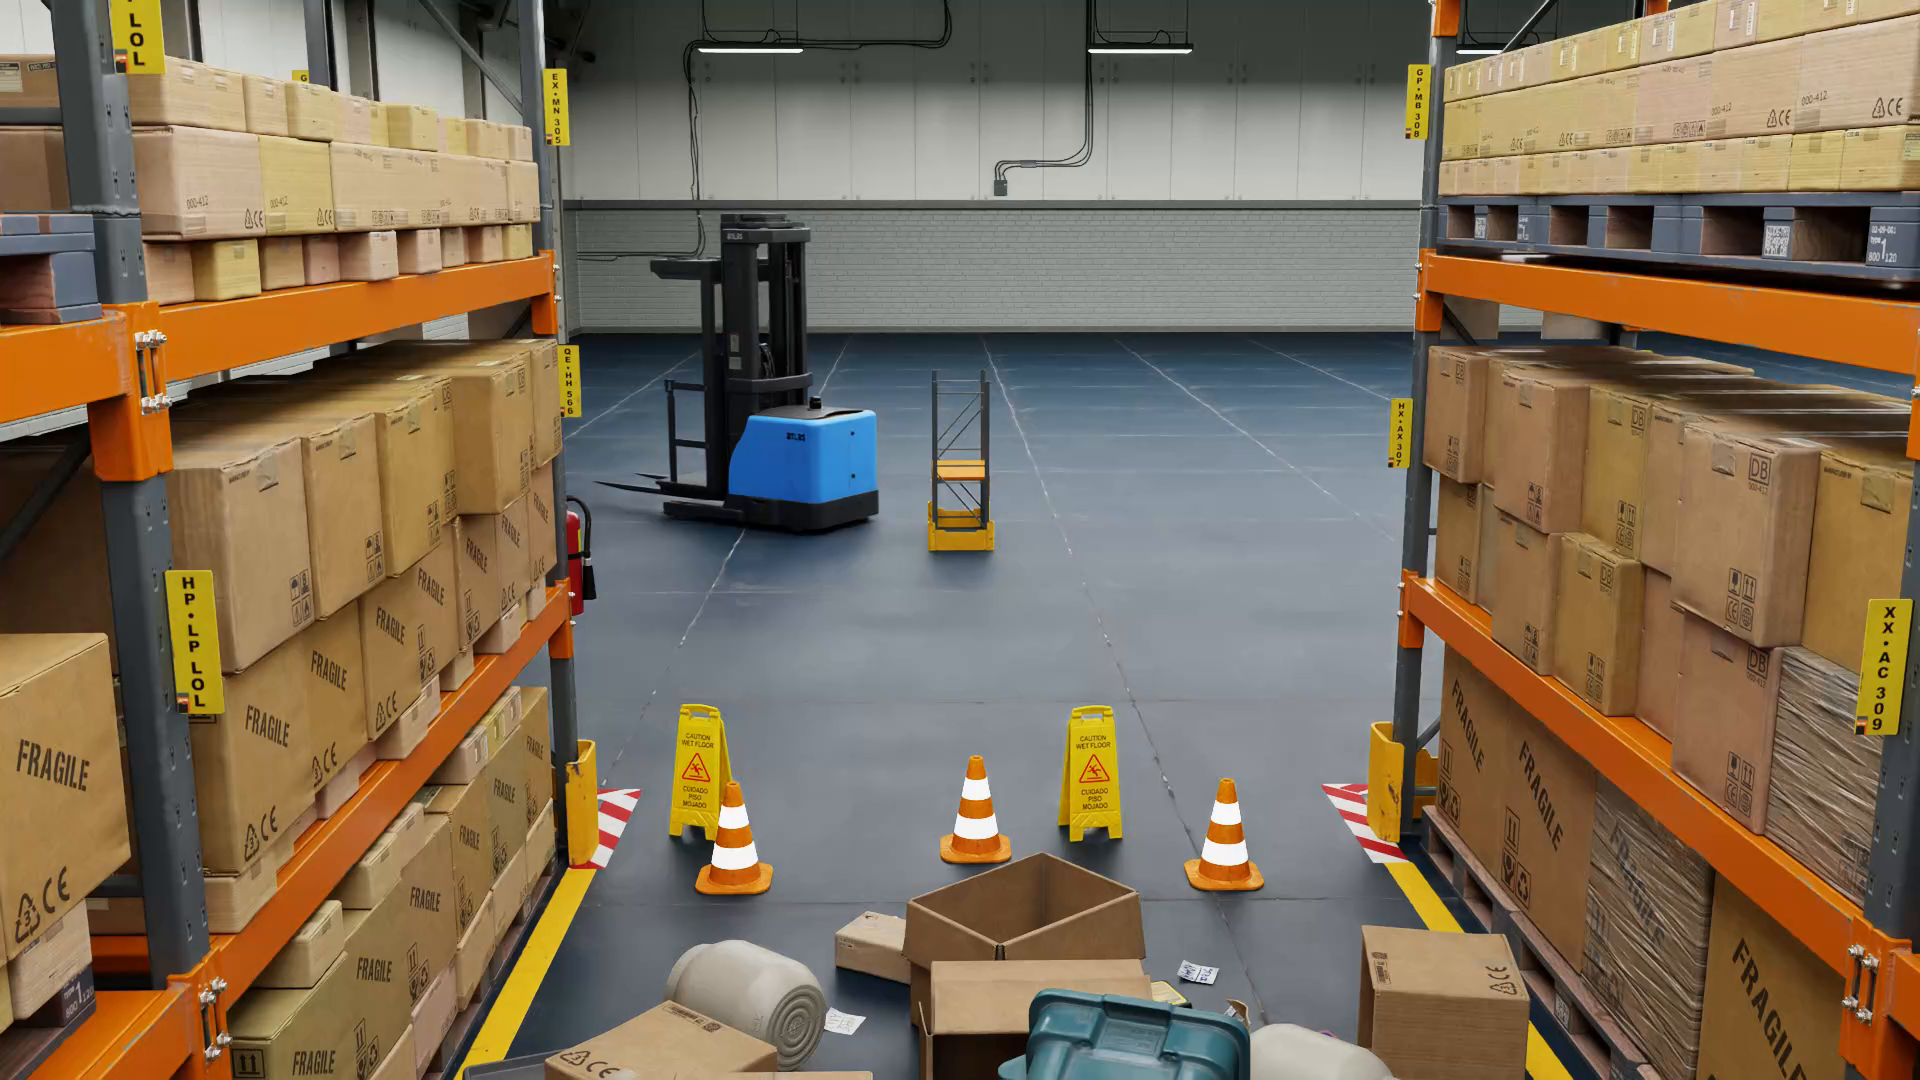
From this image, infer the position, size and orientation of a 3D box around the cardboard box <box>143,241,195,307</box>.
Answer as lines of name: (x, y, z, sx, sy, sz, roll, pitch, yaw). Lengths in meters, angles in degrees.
cardboard box: (-2.004, -0.613, 3.815, 0.380, 0.149, 0.250, 0, 11, -2)

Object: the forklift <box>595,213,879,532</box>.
forklift: (-2.305, -1.708, 16.299, 3.031, 2.935, 1.130, 7, 14, 32)

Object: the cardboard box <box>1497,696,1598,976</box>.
cardboard box: (2.720, 1.107, 6.538, 0.875, 0.875, 0.875, 0, 11, -2)

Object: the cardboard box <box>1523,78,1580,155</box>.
cardboard box: (2.396, -1.537, 6.059, 0.500, 0.250, 0.500, 0, 11, -2)

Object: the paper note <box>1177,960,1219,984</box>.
paper note: (0.953, 1.728, 6.659, 0.144, 0.017, 0.142, 4, 12, 18)

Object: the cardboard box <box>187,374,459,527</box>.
cardboard box: (-2.111, -0.280, 5.574, 0.700, 0.500, 0.500, 0, 11, -2)

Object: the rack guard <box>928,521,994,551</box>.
rack guard: (0.009, -0.039, 14.812, 0.587, 0.250, 0.087, 0, 11, -1)

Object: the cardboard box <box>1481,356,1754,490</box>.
cardboard box: (2.692, -0.458, 6.870, 0.875, 0.550, 0.550, 0, 11, -1)

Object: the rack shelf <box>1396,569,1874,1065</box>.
rack shelf: (2.661, 0.712, 6.005, 1.077, 0.370, 4.000, 0, 11, -1)

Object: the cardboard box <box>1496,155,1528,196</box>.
cardboard box: (2.322, -1.420, 6.483, 0.380, 0.149, 0.250, 0, 11, -1)

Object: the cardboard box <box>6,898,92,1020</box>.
cardboard box: (-1.958, 0.816, 3.260, 0.380, 0.149, 0.250, 0, 11, 0)

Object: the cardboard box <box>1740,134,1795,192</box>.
cardboard box: (2.363, -1.017, 4.500, 0.380, 0.149, 0.250, 0, 11, 0)

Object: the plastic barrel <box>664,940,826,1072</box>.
plastic barrel: (-0.771, 1.669, 5.957, 0.512, 0.421, 0.421, 9, 15, 38)

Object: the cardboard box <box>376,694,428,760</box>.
cardboard box: (-1.948, 0.602, 5.369, 0.380, 0.149, 0.250, 0, 11, -1)

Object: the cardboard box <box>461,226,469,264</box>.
cardboard box: (-2.093, -1.122, 6.323, 0.380, 0.149, 0.250, 0, 11, -1)

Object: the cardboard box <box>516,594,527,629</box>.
cardboard box: (-2.006, 0.300, 6.859, 0.380, 0.149, 0.250, 0, 11, -2)

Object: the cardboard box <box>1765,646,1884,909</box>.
cardboard box: (2.682, 0.610, 4.320, 0.875, 0.550, 0.550, 0, 11, -1)

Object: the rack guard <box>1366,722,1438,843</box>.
rack guard: (2.619, 1.182, 8.166, 1.175, 0.500, 0.348, 0, 11, -1)

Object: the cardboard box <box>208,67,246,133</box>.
cardboard box: (-1.960, -1.056, 3.992, 0.380, 0.149, 0.250, 0, 11, 1)

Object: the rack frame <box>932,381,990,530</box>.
rack frame: (0.009, -0.651, 14.686, 0.500, 1.500, 0.032, 0, 11, -1)

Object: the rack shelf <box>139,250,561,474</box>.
rack shelf: (-2.286, -0.718, 5.508, 1.077, 0.370, 4.000, 0, 11, -1)

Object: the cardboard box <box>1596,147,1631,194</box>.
cardboard box: (2.342, -1.219, 5.495, 0.380, 0.149, 0.250, 0, 11, -1)

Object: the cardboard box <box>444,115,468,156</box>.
cardboard box: (-2.081, -1.517, 6.263, 0.380, 0.149, 0.250, 0, 11, -1)

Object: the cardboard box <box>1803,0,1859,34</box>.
cardboard box: (2.371, -1.357, 4.170, 0.380, 0.149, 0.250, 0, 11, -1)

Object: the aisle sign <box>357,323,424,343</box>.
aisle sign: (-2.639, -1.283, 7.490, 0.394, 0.787, 0.004, 0, 11, -1)

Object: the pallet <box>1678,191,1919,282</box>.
pallet: (2.696, -0.832, 4.487, 1.003, 0.211, 1.213, 0, 11, -1)

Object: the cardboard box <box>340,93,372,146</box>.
cardboard box: (-2.007, -1.263, 5.013, 0.380, 0.149, 0.250, 0, 11, -2)

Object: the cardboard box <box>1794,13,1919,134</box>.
cardboard box: (2.435, -1.137, 4.087, 0.500, 0.250, 0.500, 0, 11, -2)

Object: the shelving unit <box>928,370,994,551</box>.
shelving unit: (-0.002, -0.750, 15.176, 0.587, 1.500, 1.083, 0, 11, -1)

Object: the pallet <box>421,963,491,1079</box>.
pallet: (-2.322, 1.788, 5.908, 1.003, 0.211, 1.213, 0, 11, -1)

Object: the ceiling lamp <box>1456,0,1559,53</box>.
ceiling lamp: (10.479, -10.909, 31.710, 2.000, 3.185, 0.800, 0, 11, -1)

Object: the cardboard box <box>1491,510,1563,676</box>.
cardboard box: (2.592, 0.183, 6.426, 0.875, 0.550, 0.550, 0, 11, -1)

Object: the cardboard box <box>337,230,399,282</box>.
cardboard box: (-1.945, -0.869, 5.077, 0.380, 0.149, 0.250, 0, 11, -2)

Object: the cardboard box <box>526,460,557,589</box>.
cardboard box: (-2.041, -0.086, 7.128, 0.500, 0.500, 0.500, 0, 11, -2)

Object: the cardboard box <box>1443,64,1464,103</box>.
cardboard box: (2.308, -1.963, 7.156, 0.380, 0.149, 0.250, 0, 11, -1)

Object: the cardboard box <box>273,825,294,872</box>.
cardboard box: (-1.988, 0.807, 4.361, 0.380, 0.149, 0.250, 0, 11, 0)

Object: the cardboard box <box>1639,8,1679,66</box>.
cardboard box: (2.350, -1.558, 5.158, 0.380, 0.149, 0.250, 0, 11, -2)

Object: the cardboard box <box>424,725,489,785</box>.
cardboard box: (-1.970, 0.792, 6.144, 0.380, 0.149, 0.250, 0, 11, 1)

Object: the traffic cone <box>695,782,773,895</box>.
traffic cone: (-1.029, 1.326, 7.551, 0.336, 0.463, 0.334, 0, 11, -1)

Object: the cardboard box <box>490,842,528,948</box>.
cardboard box: (-2.039, 1.407, 6.632, 0.500, 0.250, 0.500, 0, 11, -1)

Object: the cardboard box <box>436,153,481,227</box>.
cardboard box: (-2.023, -1.236, 5.884, 0.500, 0.250, 0.500, 0, 11, 0)

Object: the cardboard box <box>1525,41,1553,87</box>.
cardboard box: (2.328, -1.761, 6.160, 0.380, 0.149, 0.250, 0, 11, -2)

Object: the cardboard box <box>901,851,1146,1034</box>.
cardboard box: (0.240, 1.565, 6.273, 0.797, 0.503, 0.637, -10, 15, -40)

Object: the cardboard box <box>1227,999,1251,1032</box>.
cardboard box: (0.825, 1.763, 5.893, 0.396, 0.266, 0.258, 2, 12, 9)

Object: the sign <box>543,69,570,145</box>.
sign: (-1.772, -1.900, 7.300, 0.100, 0.325, 0.005, 0, 11, -1)

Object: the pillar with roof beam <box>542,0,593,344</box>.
pillar with roof beam: (-4.493, -8.756, 35.775, 9.100, 9.000, 0.548, 0, 11, -1)

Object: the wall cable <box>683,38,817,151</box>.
wall cable: (-4.831, -10.294, 38.463, 3.097, 2.526, 0.112, 0, 11, -1)

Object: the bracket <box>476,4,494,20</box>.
bracket: (-8.309, -9.228, 29.052, 0.235, 0.232, 0.430, 0, 11, -1)

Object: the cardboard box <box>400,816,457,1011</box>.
cardboard box: (-2.019, 1.244, 5.548, 0.500, 0.500, 0.500, 0, 11, 2)

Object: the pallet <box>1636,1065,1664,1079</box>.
pallet: (2.765, 1.972, 4.998, 1.003, 0.211, 1.213, 0, 11, -1)

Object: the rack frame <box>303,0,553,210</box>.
rack frame: (-2.328, -2.938, 7.098, 1.000, 3.000, 0.127, 0, 11, -1)

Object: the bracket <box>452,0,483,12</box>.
bracket: (-8.256, -8.716, 26.527, 0.076, 0.066, 4.783, 0, 11, -1)

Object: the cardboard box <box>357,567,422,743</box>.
cardboard box: (-2.006, 0.315, 5.156, 0.500, 0.500, 0.500, 0, 11, -2)

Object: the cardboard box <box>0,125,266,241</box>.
cardboard box: (-1.980, -0.833, 3.899, 0.500, 0.250, 0.500, 0, 11, -2)

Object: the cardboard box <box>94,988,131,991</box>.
cardboard box: (-2.525, 1.455, 4.506, 0.500, 0.500, 0.500, 0, 11, -2)

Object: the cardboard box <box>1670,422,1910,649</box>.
cardboard box: (2.601, -0.028, 4.751, 0.875, 0.550, 0.550, 0, 11, -1)
